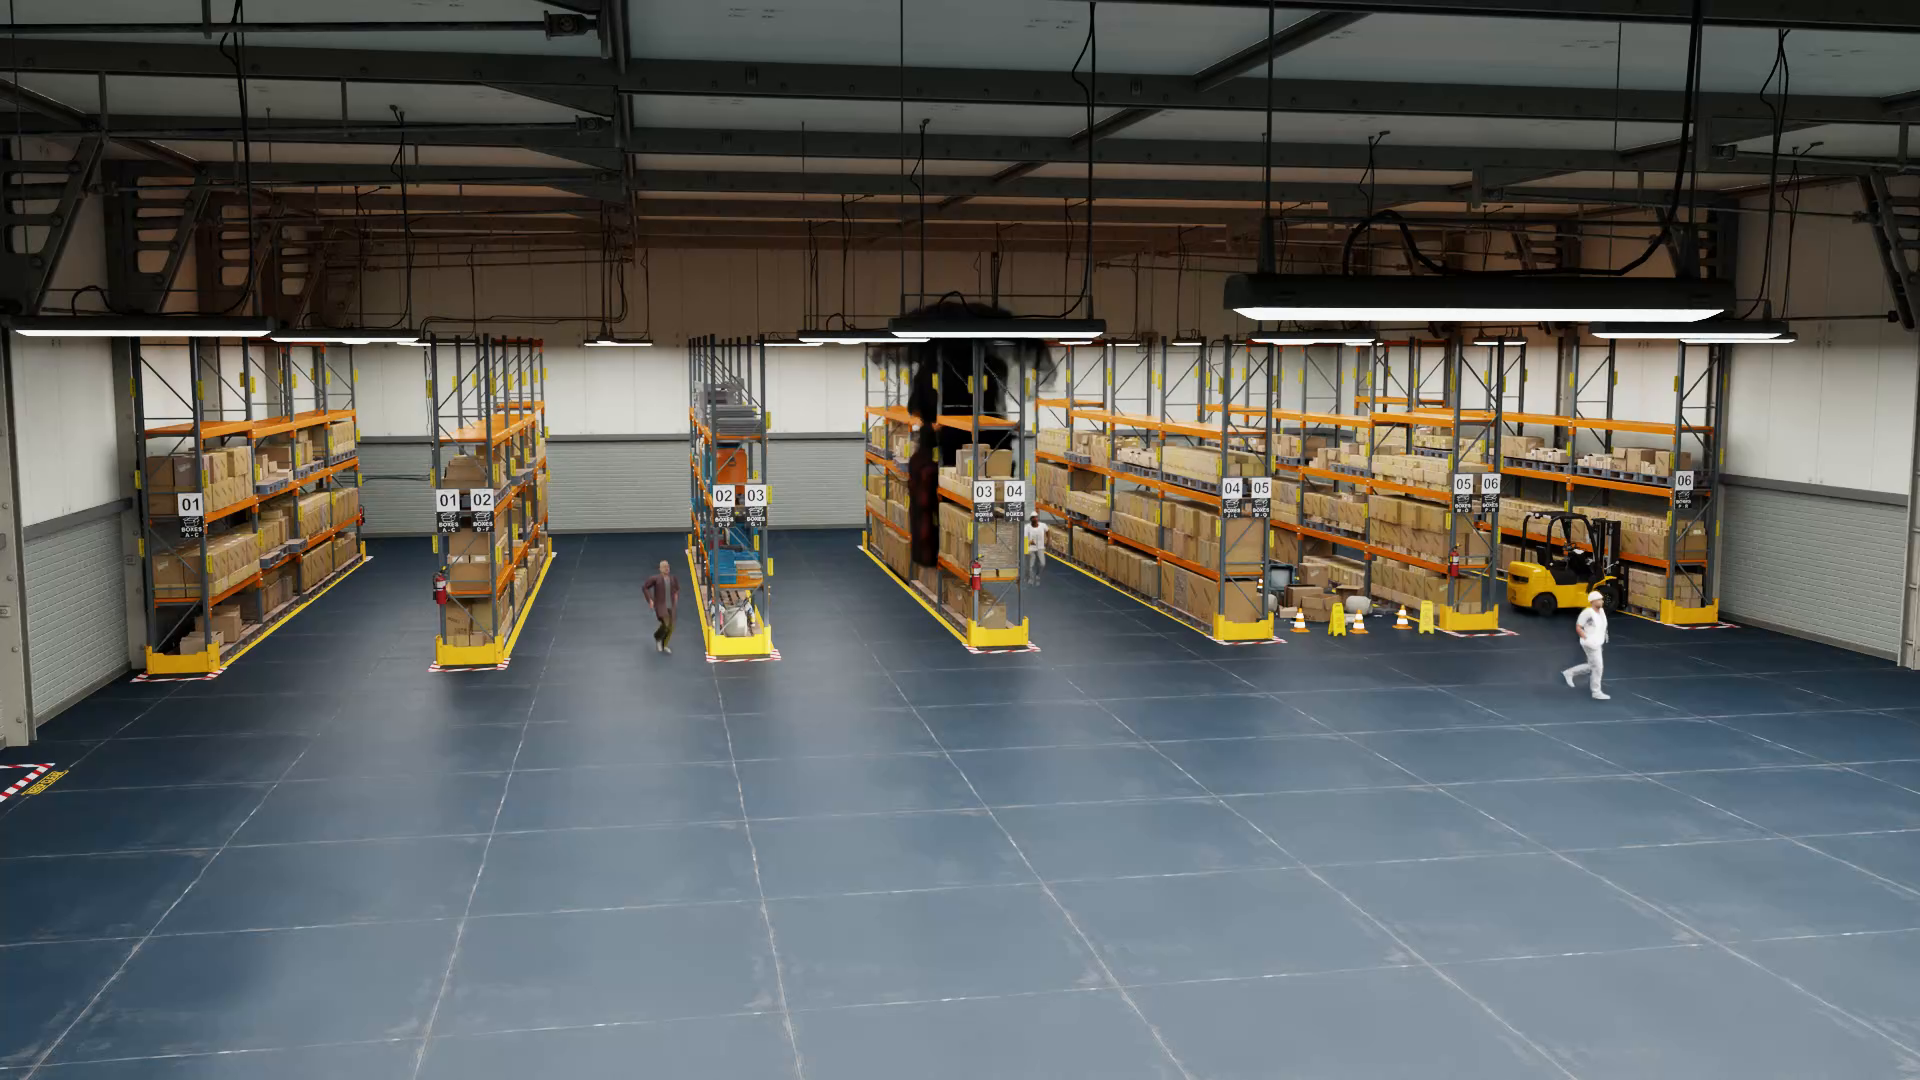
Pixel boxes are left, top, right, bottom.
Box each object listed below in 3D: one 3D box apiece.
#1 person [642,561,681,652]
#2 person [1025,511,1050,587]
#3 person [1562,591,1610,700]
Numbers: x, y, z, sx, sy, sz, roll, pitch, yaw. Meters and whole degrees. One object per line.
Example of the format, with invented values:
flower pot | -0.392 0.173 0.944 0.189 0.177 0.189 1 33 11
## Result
person | -5.534 1.269 31.290 0.691 1.740 0.662 -5 8 -37
person | 1.745 0.218 37.987 0.723 1.751 0.779 -1 7 -10
person | 10.342 1.710 27.372 0.831 1.772 0.679 6 9 43
